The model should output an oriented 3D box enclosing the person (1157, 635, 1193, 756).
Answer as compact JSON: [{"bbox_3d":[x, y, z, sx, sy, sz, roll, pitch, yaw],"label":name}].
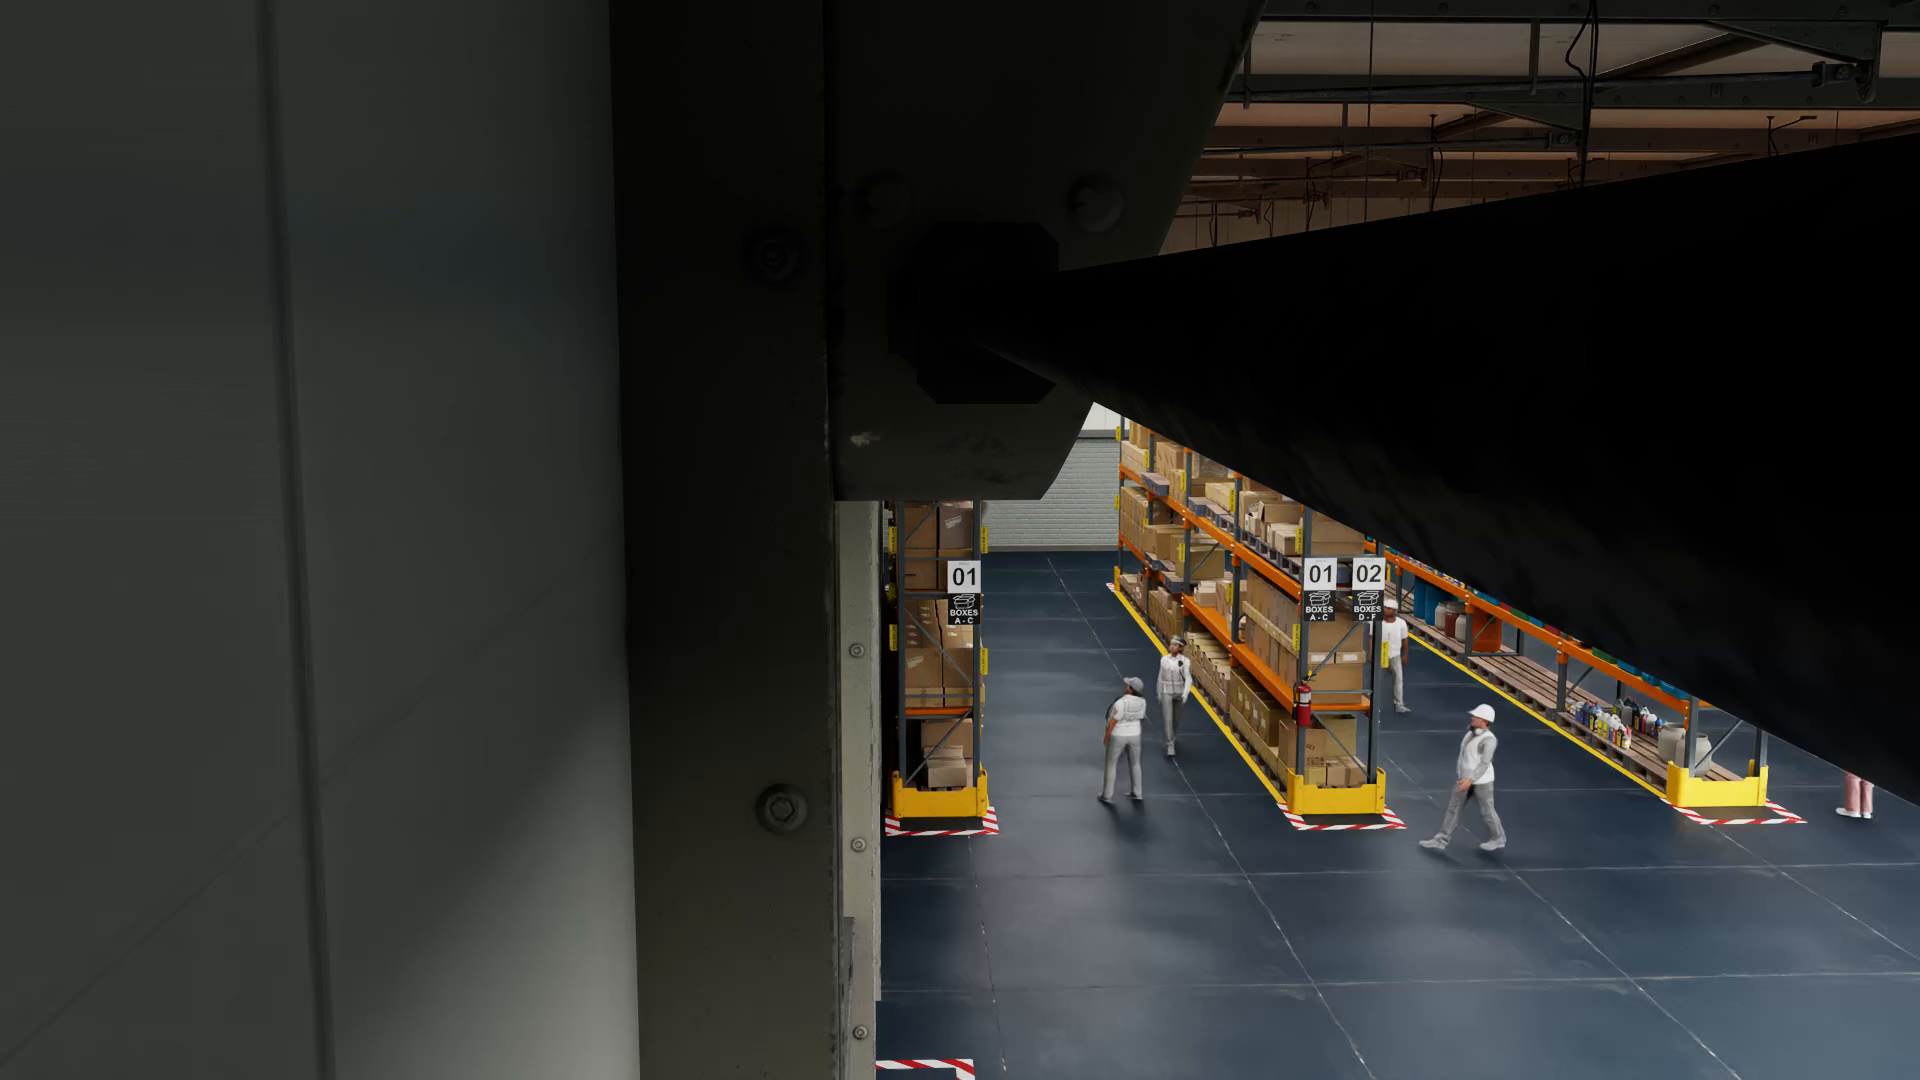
[{"bbox_3d":[3.025,2.151,23.411,0.455,1.638,0.983,-1,8,-4],"label":"person"}]

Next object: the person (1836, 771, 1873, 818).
[{"bbox_3d":[11.082,2.578,20.409,0.461,1.677,0.349,0,8,-2],"label":"person"}]

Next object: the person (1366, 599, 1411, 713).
[{"bbox_3d":[6.624,1.785,25.745,0.687,1.727,1.010,-2,8,-14],"label":"person"}]

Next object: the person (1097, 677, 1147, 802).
[{"bbox_3d":[2.070,2.517,21.041,0.571,1.638,0.465,-2,8,-14],"label":"person"}]

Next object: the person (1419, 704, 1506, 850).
[{"bbox_3d":[5.831,2.730,19.033,0.978,1.718,0.555,-2,9,-16],"label":"person"}]
